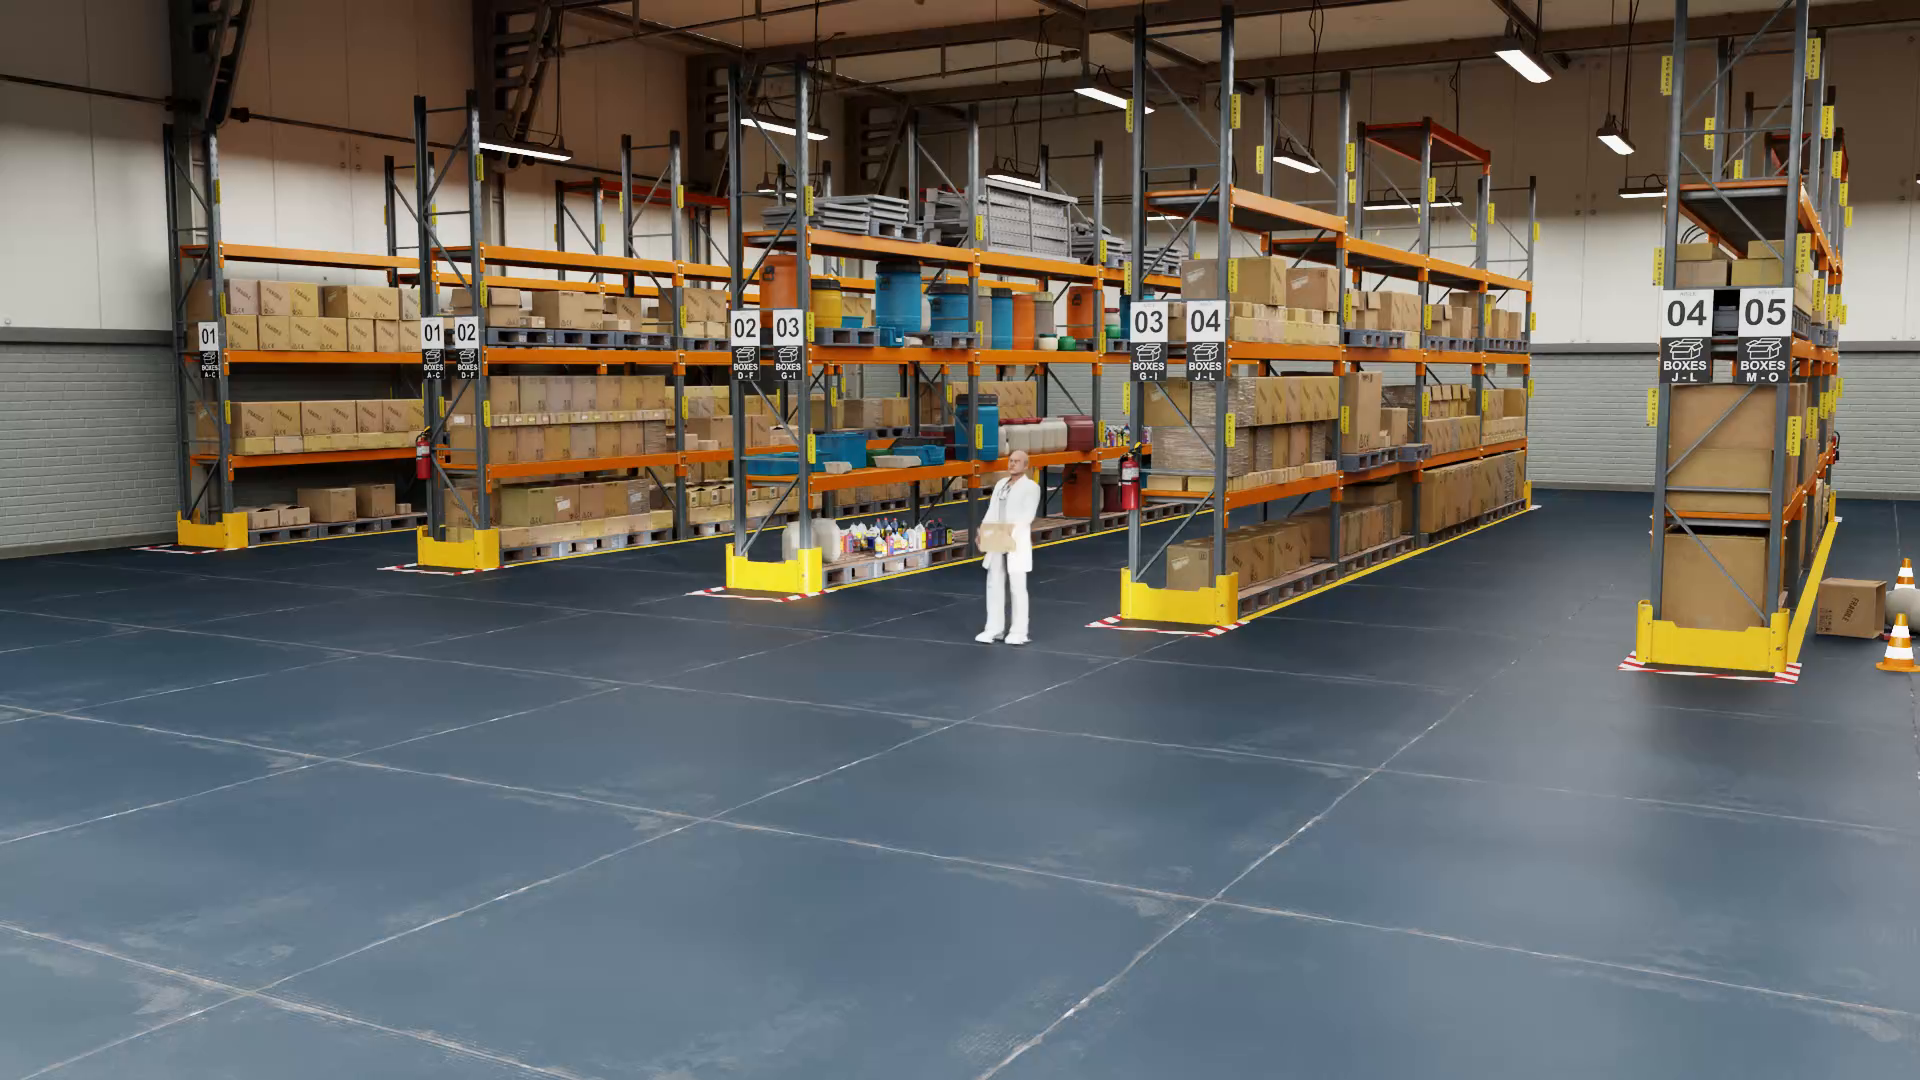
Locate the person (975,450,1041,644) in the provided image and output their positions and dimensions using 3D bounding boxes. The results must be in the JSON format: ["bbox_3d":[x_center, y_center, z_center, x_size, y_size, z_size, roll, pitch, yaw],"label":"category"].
[{"bbox_3d":[0.423,0.066,15.390,0.545,1.779,0.544,5,8,43],"label":"person"}]
